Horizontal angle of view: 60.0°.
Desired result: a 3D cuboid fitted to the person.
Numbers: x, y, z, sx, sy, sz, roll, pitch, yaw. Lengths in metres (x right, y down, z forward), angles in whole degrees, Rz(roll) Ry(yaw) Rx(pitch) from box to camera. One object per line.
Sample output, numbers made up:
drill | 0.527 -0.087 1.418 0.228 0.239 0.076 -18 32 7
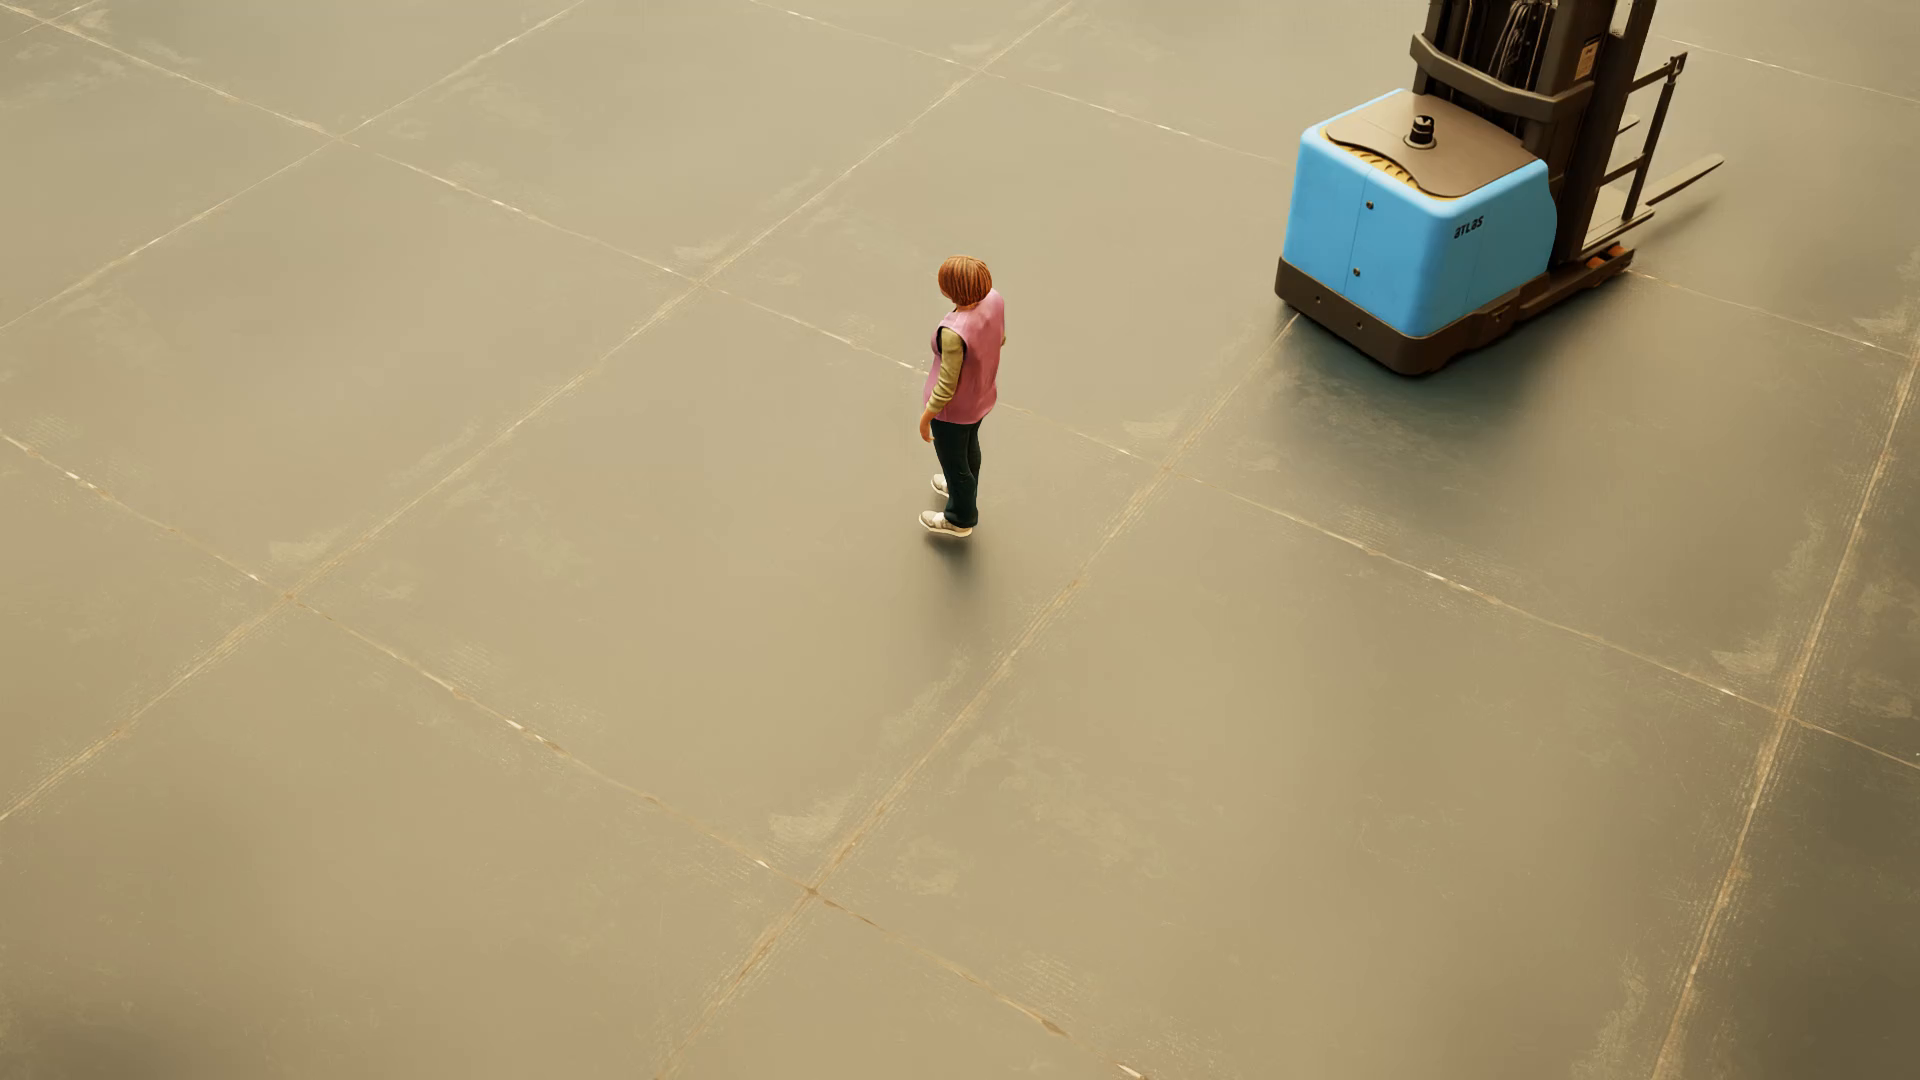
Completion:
person | -0.054 -0.649 7.434 0.475 1.597 0.520 24 48 23

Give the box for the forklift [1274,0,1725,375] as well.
forklift | 3.246 -2.772 8.773 3.031 2.935 1.130 -28 50 -26
